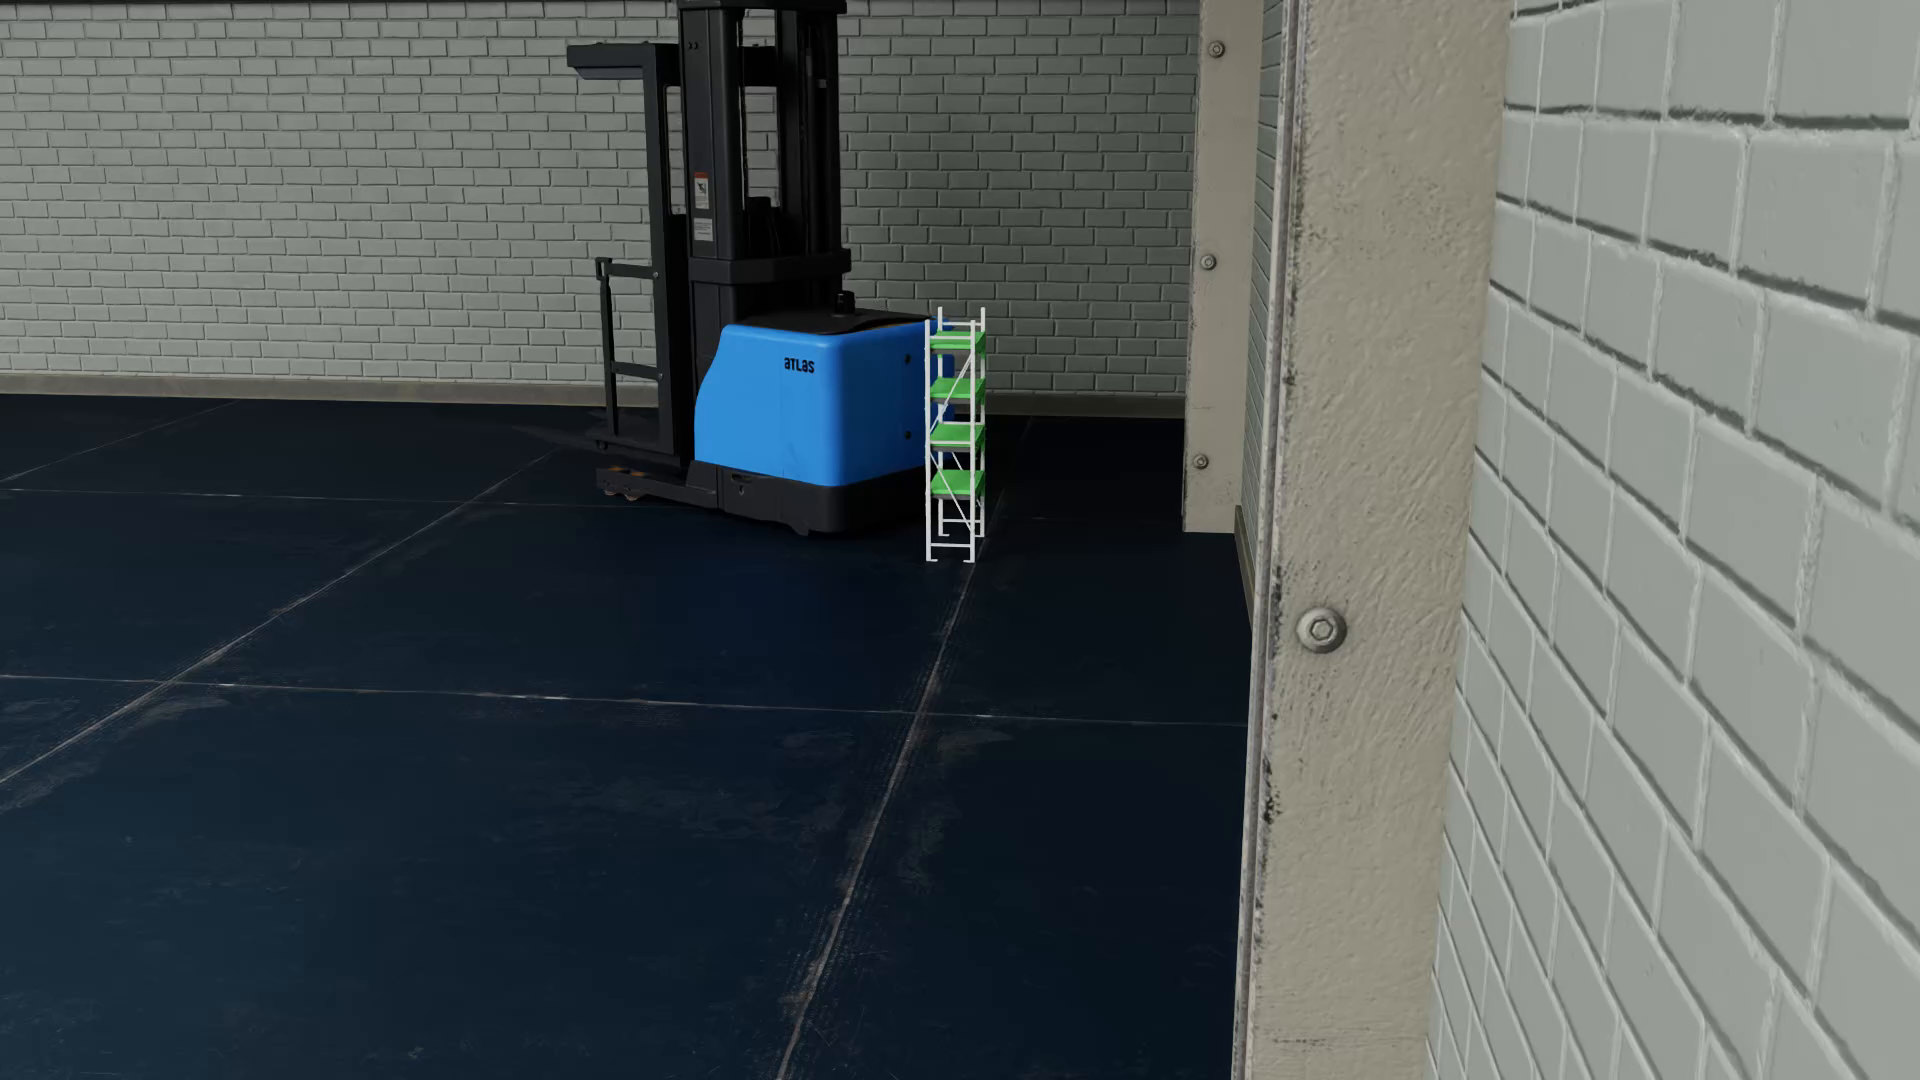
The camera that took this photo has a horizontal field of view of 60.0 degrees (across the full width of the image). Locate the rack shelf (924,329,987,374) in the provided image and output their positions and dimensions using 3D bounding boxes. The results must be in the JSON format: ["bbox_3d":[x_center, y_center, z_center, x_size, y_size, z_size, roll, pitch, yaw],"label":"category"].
[{"bbox_3d":[-0.019,-0.938,8.238,0.258,0.148,0.480,2,15,6],"label":"rack shelf"}]

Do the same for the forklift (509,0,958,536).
[{"bbox_3d":[-1.466,-1.729,9.442,3.031,2.935,1.130,12,19,38],"label":"forklift"}]

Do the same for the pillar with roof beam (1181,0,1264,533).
[{"bbox_3d":[-2.920,-4.563,8.296,9.100,9.000,0.400,2,15,6],"label":"pillar with roof beam"}]

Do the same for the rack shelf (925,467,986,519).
[{"bbox_3d":[-0.019,-0.243,8.426,0.258,0.148,0.480,2,15,6],"label":"rack shelf"}]

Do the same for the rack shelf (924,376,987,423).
[{"bbox_3d":[-0.019,-0.706,8.301,0.258,0.148,0.480,2,15,6],"label":"rack shelf"}]

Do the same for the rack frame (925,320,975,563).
[{"bbox_3d":[-0.046,-0.473,8.113,0.240,1.200,0.015,2,15,6],"label":"rack frame"}]

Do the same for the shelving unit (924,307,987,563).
[{"bbox_3d":[-0.019,-0.536,8.347,0.258,1.200,0.503,2,15,6],"label":"shelving unit"}]

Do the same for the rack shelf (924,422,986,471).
[{"bbox_3d":[-0.019,-0.475,8.363,0.258,0.148,0.480,2,15,6],"label":"rack shelf"}]

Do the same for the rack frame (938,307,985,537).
[{"bbox_3d":[0.009,-0.600,8.581,0.240,1.200,0.015,2,15,6],"label":"rack frame"}]
